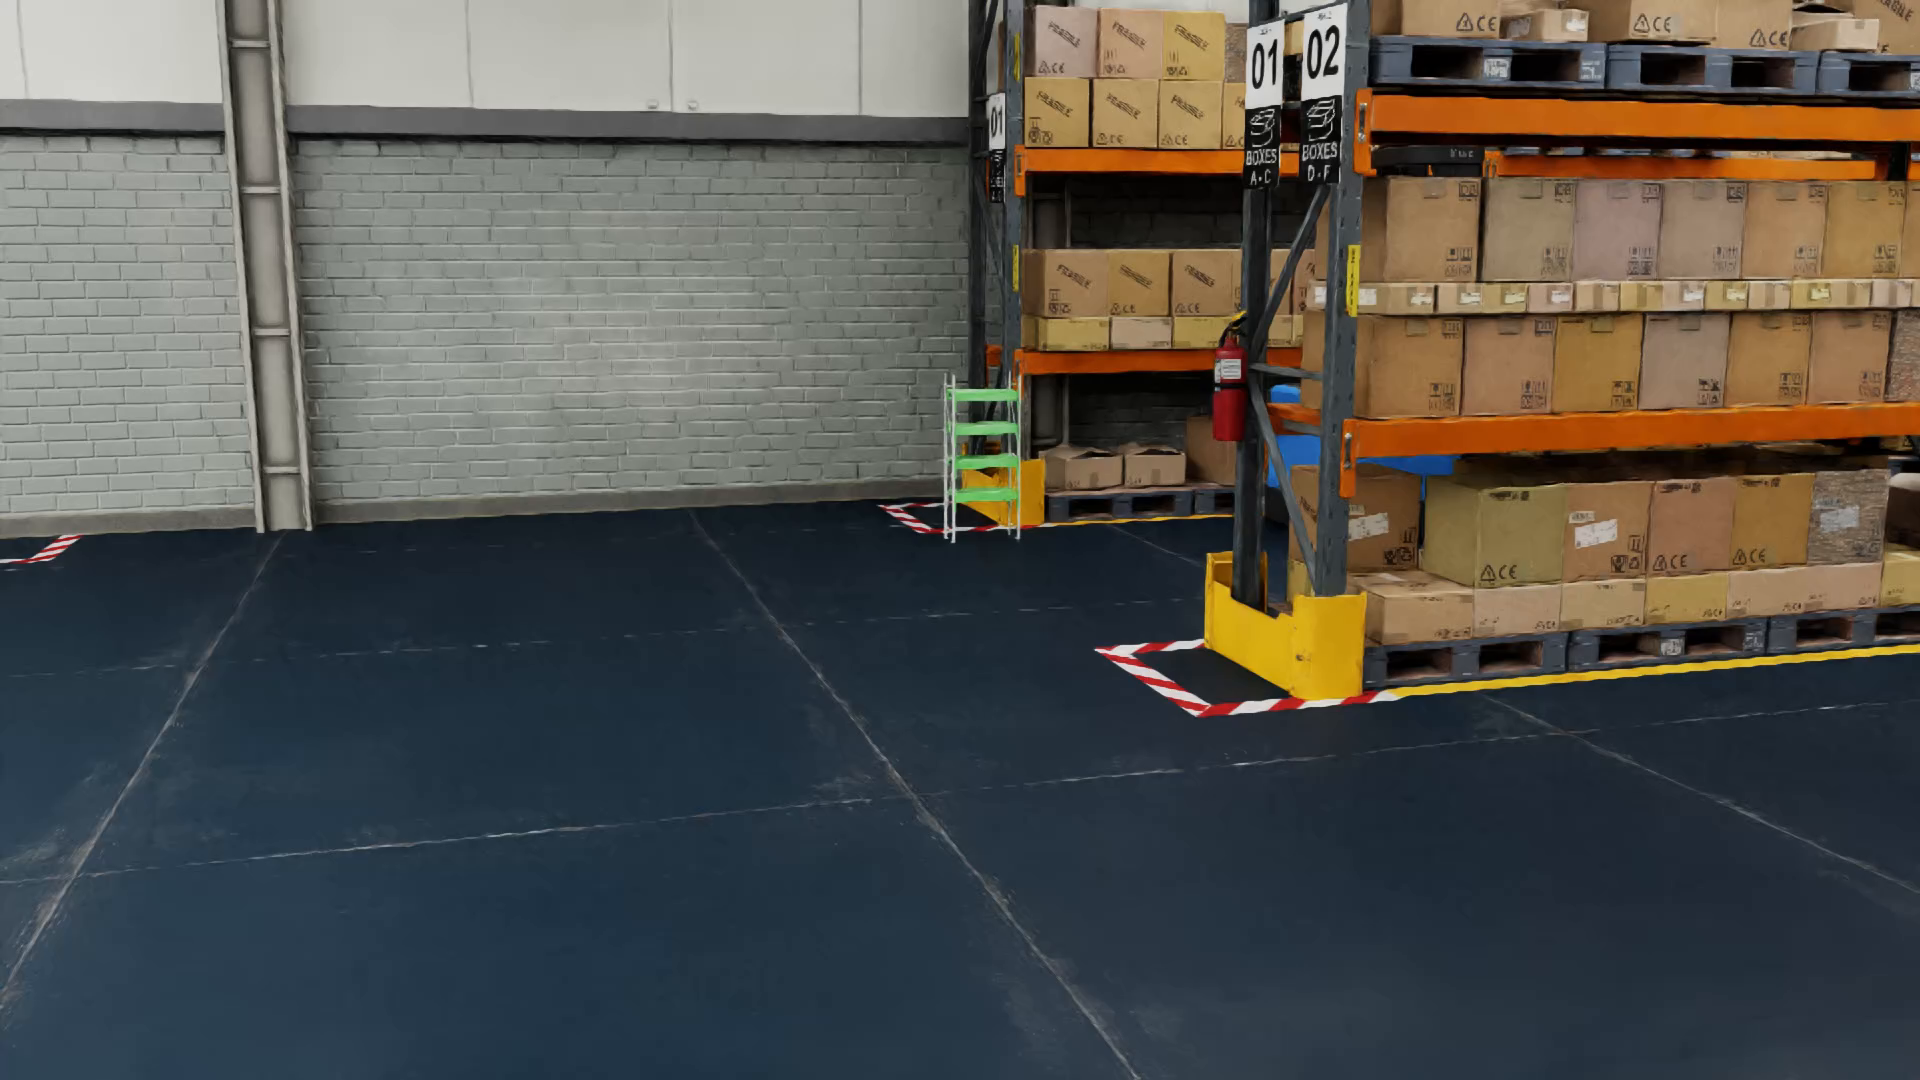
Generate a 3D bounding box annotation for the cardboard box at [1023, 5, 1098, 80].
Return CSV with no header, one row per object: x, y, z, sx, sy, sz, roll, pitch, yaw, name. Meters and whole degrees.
0.698,-3.685,12.400,0.500,0.500,0.500,-4,11,-20,cardboard box

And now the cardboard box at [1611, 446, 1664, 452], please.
5.786,-0.965,14.692,0.500,0.500,0.700,-3,11,-15,cardboard box

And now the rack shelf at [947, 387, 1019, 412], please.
0.159,-1.008,11.908,0.480,0.148,0.258,-3,11,-16,rack shelf

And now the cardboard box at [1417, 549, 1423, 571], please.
2.557,0.219,9.006,0.500,0.250,0.500,-3,11,-16,cardboard box

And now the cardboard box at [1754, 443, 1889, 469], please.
4.956,-0.277,9.630,0.500,0.500,0.500,-3,11,-16,cardboard box

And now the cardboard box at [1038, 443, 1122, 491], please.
0.949,-0.595,13.205,0.500,0.311,0.500,-4,11,-22,cardboard box

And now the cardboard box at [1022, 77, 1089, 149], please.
0.651,-3.189,12.470,0.500,0.500,0.500,-3,11,-14,cardboard box

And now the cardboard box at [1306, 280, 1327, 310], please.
1.962,-1.241,8.437,0.250,0.149,0.380,-3,11,-17,cardboard box

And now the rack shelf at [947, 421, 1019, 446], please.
0.159,-0.772,11.951,0.480,0.148,0.258,-3,11,-16,rack shelf

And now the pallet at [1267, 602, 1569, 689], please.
2.371,0.505,8.722,1.213,0.211,1.003,-3,11,-16,pallet

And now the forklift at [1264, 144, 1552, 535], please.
3.884,-1.550,12.372,3.031,2.935,1.130,-3,11,-17,forklift

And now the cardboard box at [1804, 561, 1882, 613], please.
4.622,0.208,9.068,0.500,0.250,0.500,-3,11,-16,cardboard box

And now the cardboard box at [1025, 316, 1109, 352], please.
0.817,-1.587,12.742,0.500,0.250,0.500,-3,11,-18,cardboard box

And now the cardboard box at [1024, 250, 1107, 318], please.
0.802,-1.958,12.688,0.500,0.500,0.500,-3,11,-16,cardboard box

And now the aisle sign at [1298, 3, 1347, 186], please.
1.670,-2.043,7.677,0.004,0.787,0.394,-3,11,-16,aisle sign

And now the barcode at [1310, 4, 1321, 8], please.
1.803,-2.681,8.434,0.075,0.075,0.001,-3,11,-16,barcode

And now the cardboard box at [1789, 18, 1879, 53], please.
4.407,-2.542,8.430,0.250,0.149,0.380,-3,11,-16,cardboard box

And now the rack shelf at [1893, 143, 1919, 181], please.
7.409,-2.246,9.663,4.000,0.370,1.077,-3,11,-16,rack shelf

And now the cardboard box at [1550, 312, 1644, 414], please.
3.081,-0.943,8.607,0.500,0.500,0.700,-3,11,-16,cardboard box

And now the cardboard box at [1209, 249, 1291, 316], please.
2.270,-2.035,13.103,0.500,0.500,0.500,-3,11,-14,cardboard box

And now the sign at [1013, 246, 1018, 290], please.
0.412,-2.013,12.306,0.005,0.325,0.100,-3,11,-16,sign

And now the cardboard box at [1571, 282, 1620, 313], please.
3.076,-1.224,8.342,0.250,0.149,0.380,-3,11,-18,cardboard box

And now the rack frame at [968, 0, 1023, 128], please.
0.260,-4.632,12.353,0.127,3.000,1.000,-3,11,-16,rack frame

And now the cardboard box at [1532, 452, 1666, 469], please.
3.516,-0.201,9.216,0.500,0.500,0.500,-3,11,-16,cardboard box

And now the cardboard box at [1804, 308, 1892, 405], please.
4.560,-1.021,9.031,0.500,0.500,0.700,-3,11,-17,cardboard box

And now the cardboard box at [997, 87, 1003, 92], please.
0.590,-3.281,12.968,0.500,0.500,0.500,-2,11,-12,cardboard box

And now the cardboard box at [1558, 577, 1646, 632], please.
3.184,0.285,8.646,0.500,0.250,0.500,-3,11,-16,cardboard box

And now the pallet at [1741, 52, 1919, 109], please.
4.677,-2.407,8.797,1.213,0.211,1.003,-3,11,-16,pallet

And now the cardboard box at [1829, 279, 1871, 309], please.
4.547,-1.301,8.761,0.250,0.149,0.380,-3,11,-16,cardboard box

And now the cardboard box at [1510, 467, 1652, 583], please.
3.181,-0.085,8.589,0.500,0.500,0.500,-3,11,-16,cardboard box

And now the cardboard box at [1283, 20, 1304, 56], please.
2.673,-3.780,12.915,0.500,0.500,0.500,-3,11,-18,cardboard box

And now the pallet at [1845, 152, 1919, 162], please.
8.544,-3.511,15.068,1.003,0.211,1.213,-2,11,-13,pallet

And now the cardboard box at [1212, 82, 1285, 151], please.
2.182,-3.268,12.898,0.500,0.500,0.500,-2,11,-12,cardboard box

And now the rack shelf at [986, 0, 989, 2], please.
2.180,-4.378,12.968,4.000,0.370,1.077,-3,11,-16,rack shelf

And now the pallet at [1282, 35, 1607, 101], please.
2.334,-2.284,8.126,1.213,0.211,1.003,-3,11,-16,pallet

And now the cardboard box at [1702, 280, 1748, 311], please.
3.814,-1.262,8.551,0.250,0.149,0.380,-3,11,-14,cardboard box

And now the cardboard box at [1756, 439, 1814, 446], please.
7.264,-1.028,15.035,0.500,0.500,0.700,-3,11,-15,cardboard box

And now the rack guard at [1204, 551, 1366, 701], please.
1.625,0.410,8.439,0.348,0.500,1.175,-3,11,-16,rack guard

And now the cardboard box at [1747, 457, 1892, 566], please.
4.621,-0.161,9.002,0.500,0.500,0.500,-3,11,-16,cardboard box

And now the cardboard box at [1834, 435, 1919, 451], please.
8.684,-1.250,15.330,0.750,0.750,0.750,-3,11,-17,cardboard box

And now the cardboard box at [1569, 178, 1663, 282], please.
3.138,-1.585,8.513,0.500,0.500,0.700,-3,11,-16,cardboard box

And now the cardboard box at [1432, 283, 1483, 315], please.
2.338,-1.185,8.132,0.250,0.149,0.380,-3,11,-17,cardboard box

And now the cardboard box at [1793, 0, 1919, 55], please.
4.931,-2.843,9.098,0.500,0.500,0.500,-2,11,-11,cardboard box

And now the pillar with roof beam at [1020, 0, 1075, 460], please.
1.893,-4.070,9.297,0.400,9.000,9.100,-3,11,-16,pillar with roof beam

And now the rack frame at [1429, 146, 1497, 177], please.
4.100,-1.884,13.996,0.127,3.000,1.000,-3,11,-16,rack frame

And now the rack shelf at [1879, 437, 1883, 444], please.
7.409,-0.771,9.934,4.000,0.370,1.077,-3,11,-16,rack shelf

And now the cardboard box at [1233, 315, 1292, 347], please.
2.288,-1.666,13.170,0.500,0.250,0.500,-3,11,-15,cardboard box

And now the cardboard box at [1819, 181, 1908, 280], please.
4.579,-1.661,8.925,0.500,0.500,0.700,-3,11,-16,cardboard box

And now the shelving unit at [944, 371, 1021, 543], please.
0.159,-0.598,11.983,0.503,1.200,0.258,-3,11,-16,shelving unit

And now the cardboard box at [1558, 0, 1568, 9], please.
3.214,-2.660,8.624,0.500,0.311,0.500,-2,11,-9,cardboard box
